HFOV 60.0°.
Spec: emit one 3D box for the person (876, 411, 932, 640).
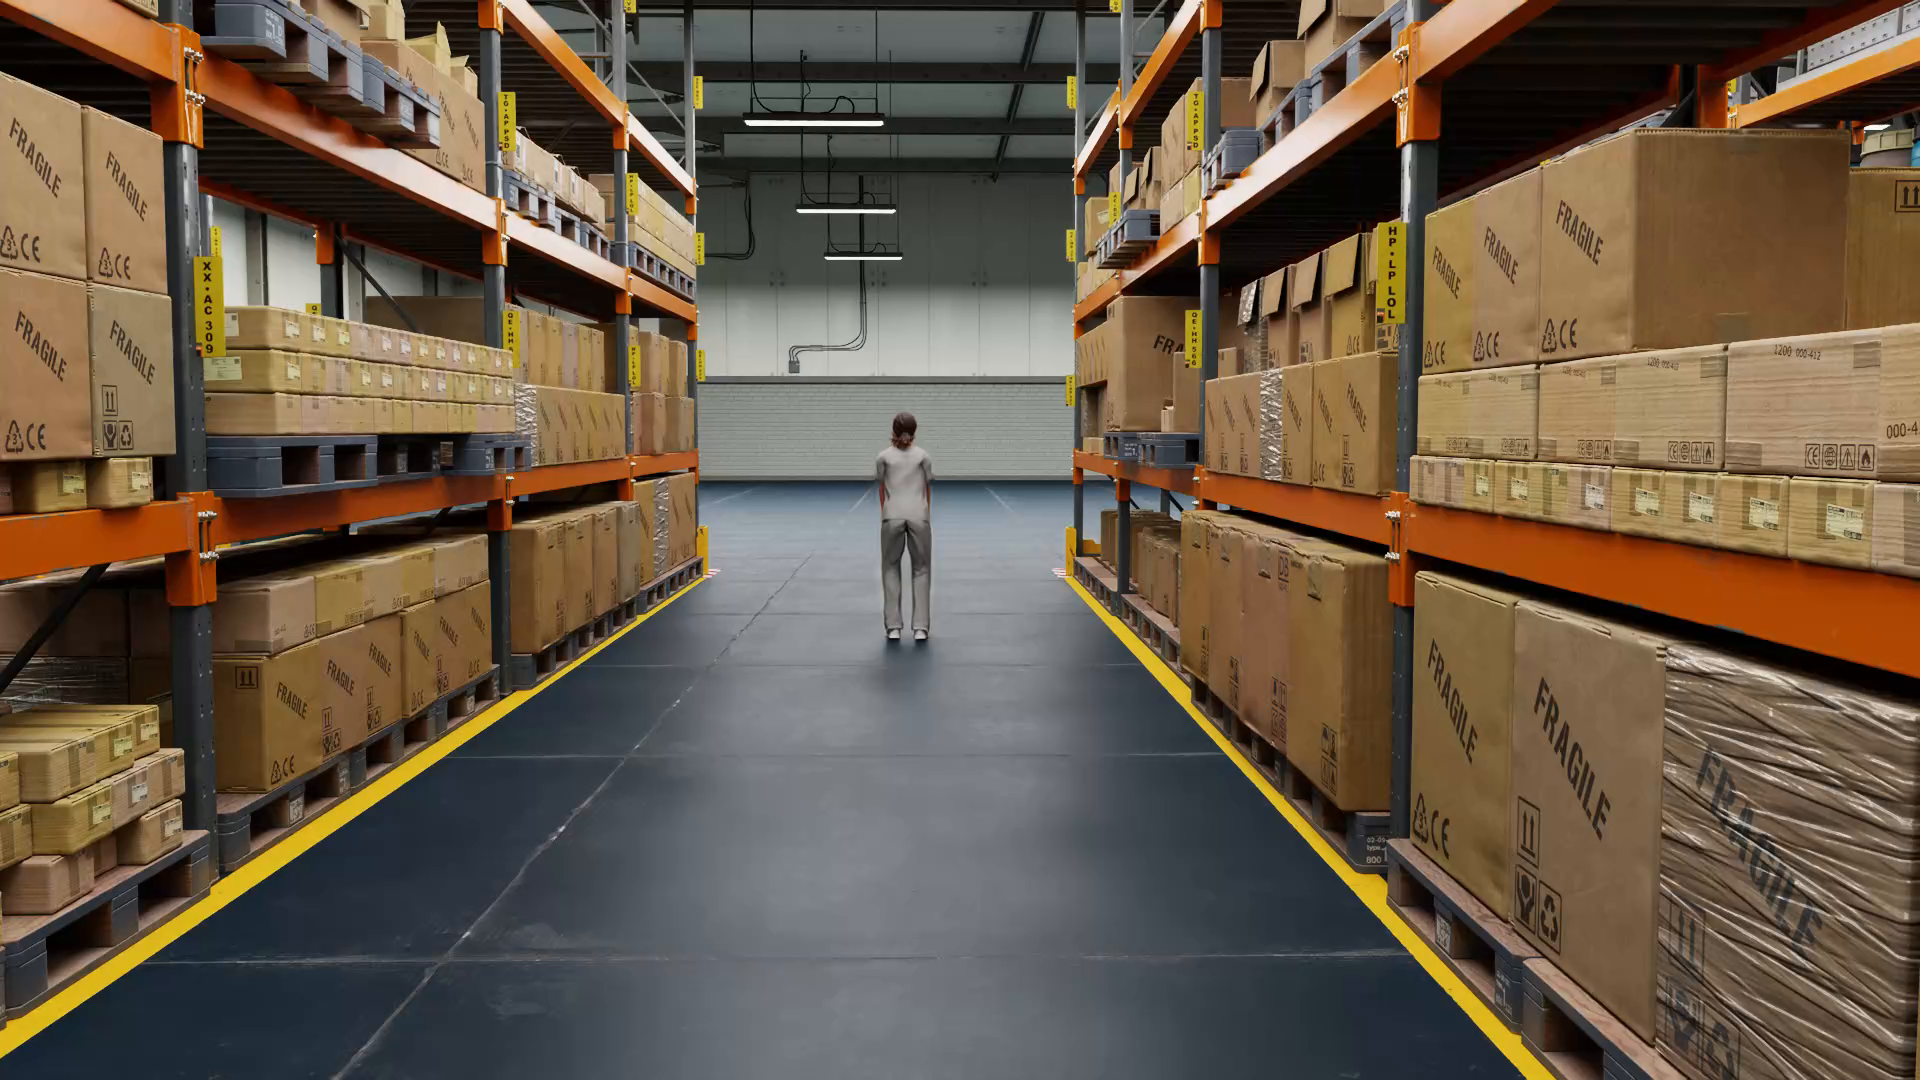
[{"bbox_3d":[-0.409,-0.109,12.206,0.411,1.666,0.504,0,4,-2],"label":"person"}]
